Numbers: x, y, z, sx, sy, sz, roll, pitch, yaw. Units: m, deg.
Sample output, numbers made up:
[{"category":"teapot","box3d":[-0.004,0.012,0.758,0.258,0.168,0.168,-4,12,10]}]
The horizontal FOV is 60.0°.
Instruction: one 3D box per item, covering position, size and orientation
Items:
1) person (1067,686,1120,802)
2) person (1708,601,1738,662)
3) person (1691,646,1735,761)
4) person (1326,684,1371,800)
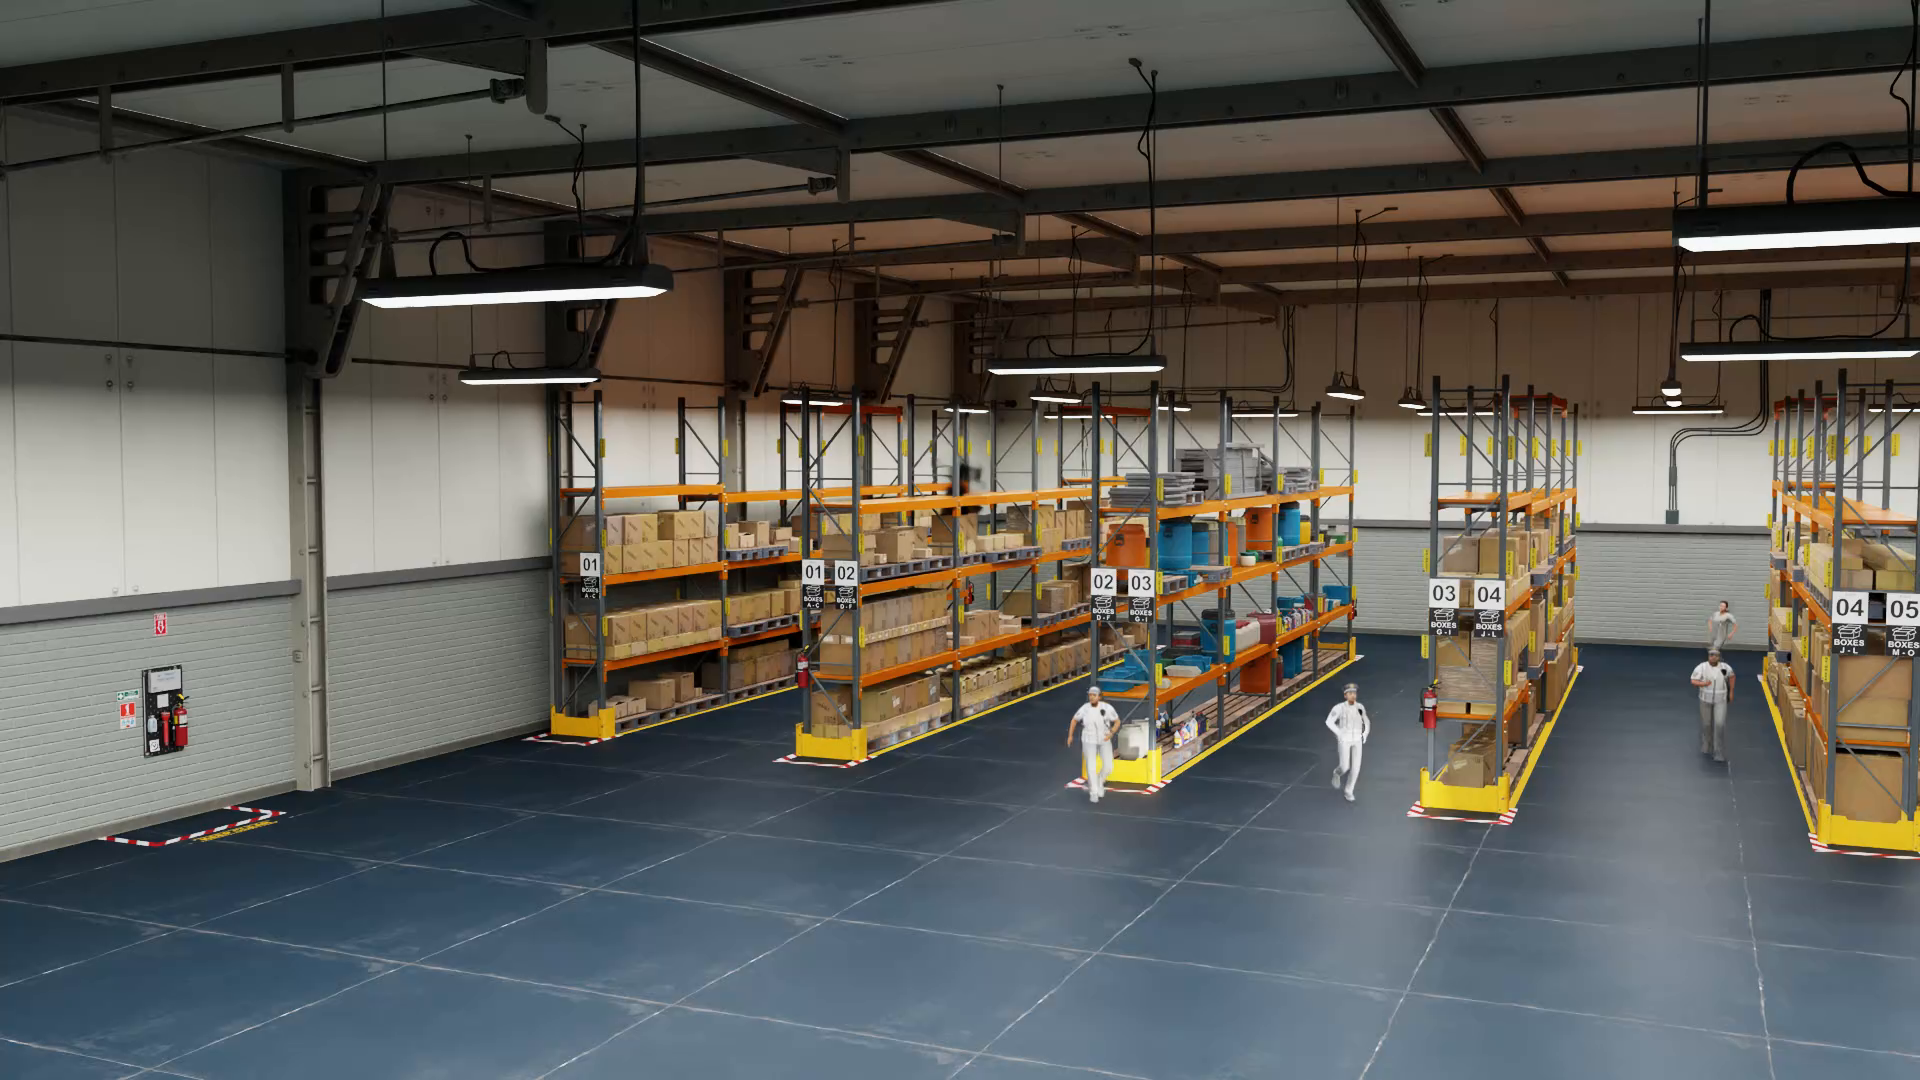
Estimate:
[{"category":"person","box3d":[1.909,2.910,23.674,0.754,1.627,0.516,0,3,-2]},{"category":"person","box3d":[16.687,2.147,36.473,0.879,1.652,0.636,-2,4,-32]},{"category":"person","box3d":[12.179,2.633,26.918,0.652,1.864,0.832,1,3,25]},{"category":"person","box3d":[5.564,2.864,23.783,0.657,1.653,0.542,0,3,-8]}]
